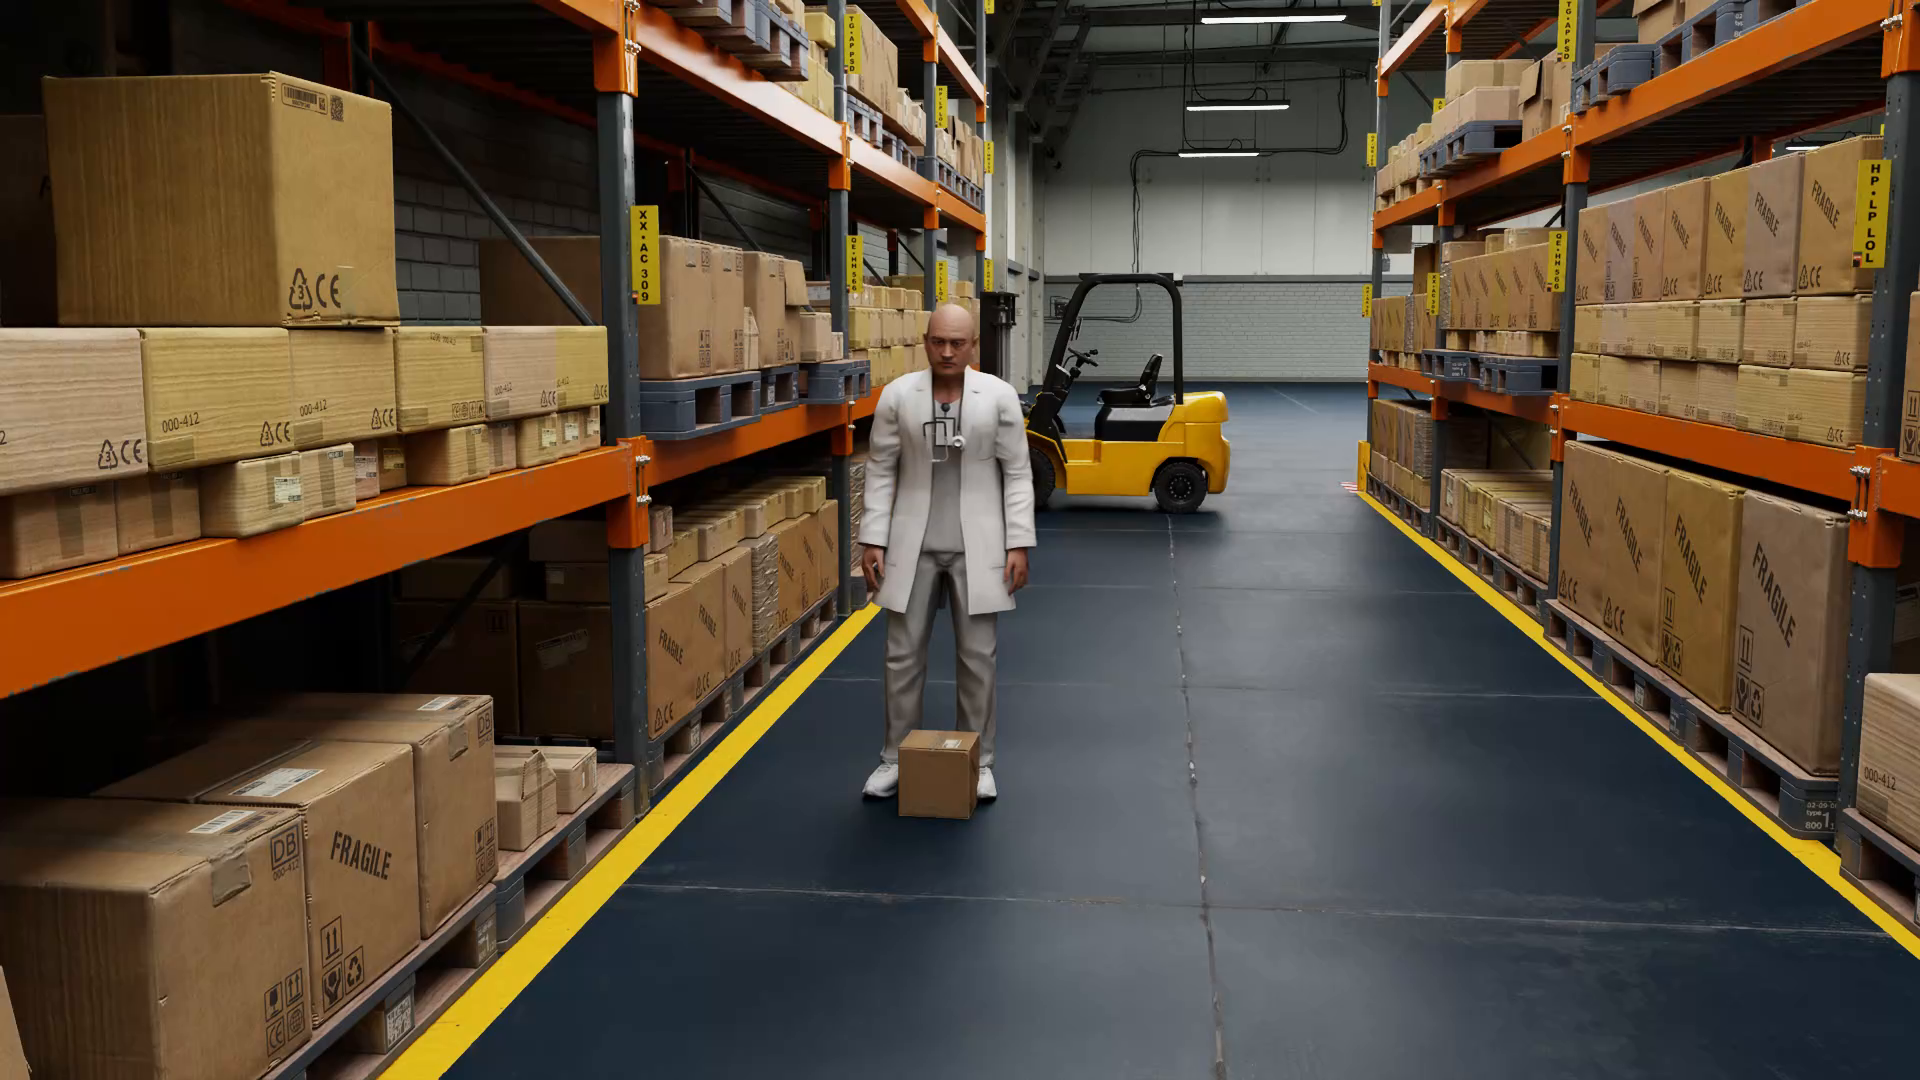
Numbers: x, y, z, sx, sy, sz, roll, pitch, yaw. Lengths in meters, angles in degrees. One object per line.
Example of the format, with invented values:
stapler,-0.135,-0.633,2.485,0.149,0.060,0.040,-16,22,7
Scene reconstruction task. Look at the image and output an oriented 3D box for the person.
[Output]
person,-0.053,0.040,6.036,0.642,1.774,0.416,1,7,5
